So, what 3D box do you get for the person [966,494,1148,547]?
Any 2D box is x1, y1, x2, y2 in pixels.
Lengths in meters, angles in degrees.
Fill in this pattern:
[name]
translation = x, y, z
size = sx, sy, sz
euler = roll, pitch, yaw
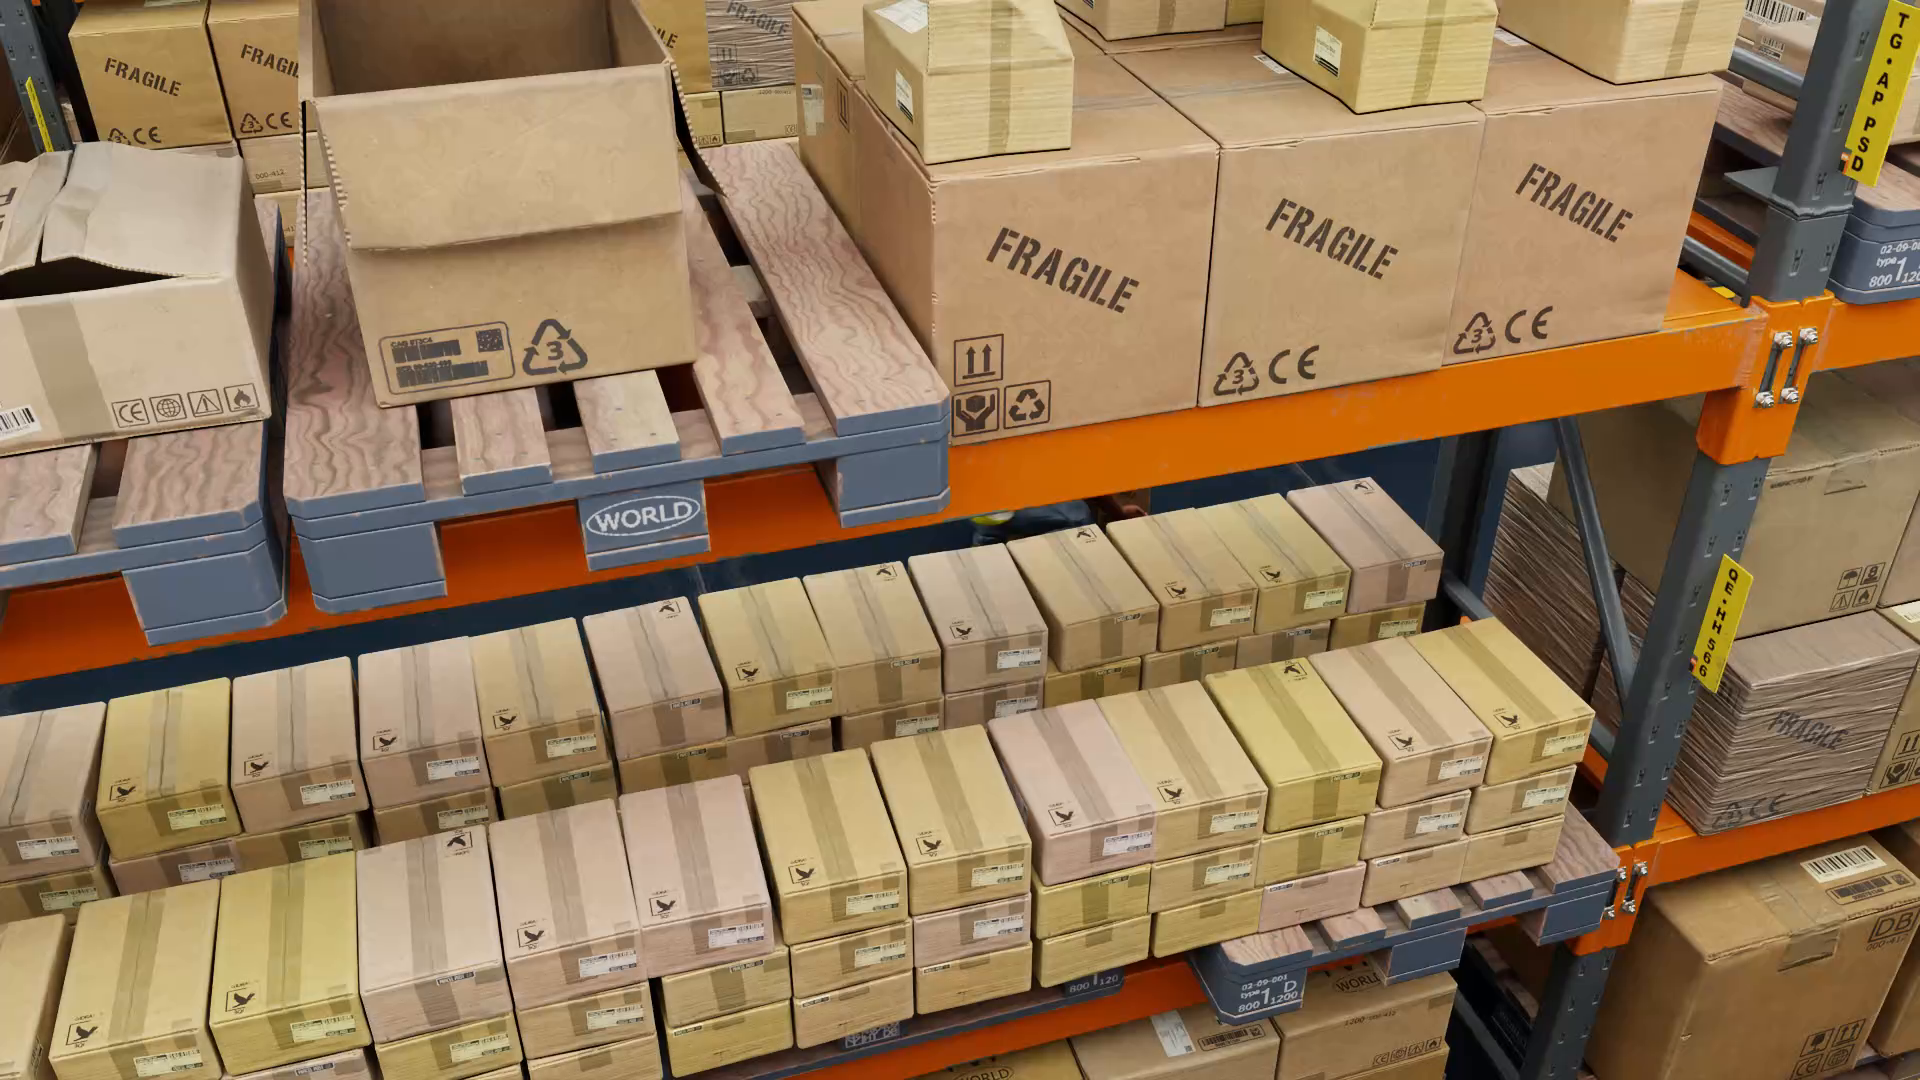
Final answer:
[person]
translation = 0.370, -0.345, 7.337
size = 0.889, 0.998, 0.584
euler = -10, 35, -15
